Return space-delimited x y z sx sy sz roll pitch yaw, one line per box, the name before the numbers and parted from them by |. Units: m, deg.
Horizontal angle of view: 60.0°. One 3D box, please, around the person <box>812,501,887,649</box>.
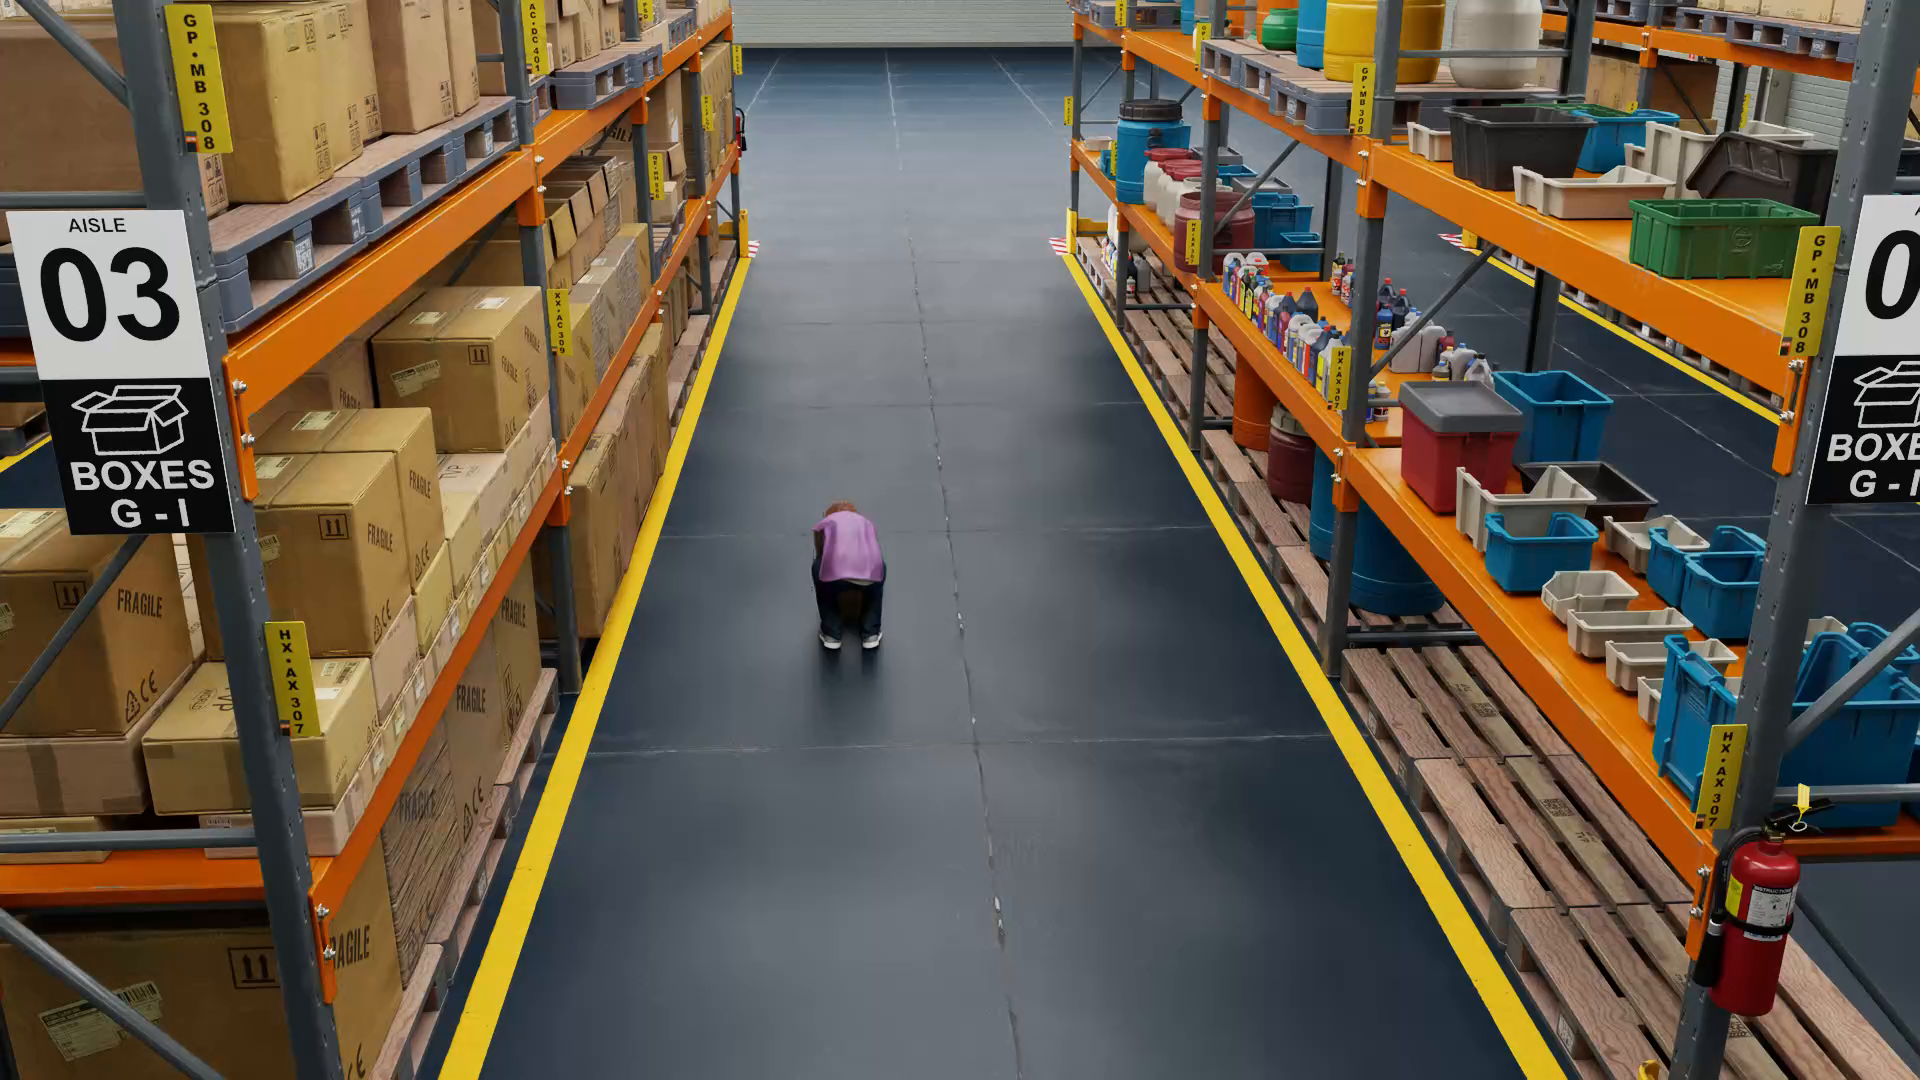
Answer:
person | -0.623 0.212 9.354 0.419 0.715 0.869 -2 21 -4
